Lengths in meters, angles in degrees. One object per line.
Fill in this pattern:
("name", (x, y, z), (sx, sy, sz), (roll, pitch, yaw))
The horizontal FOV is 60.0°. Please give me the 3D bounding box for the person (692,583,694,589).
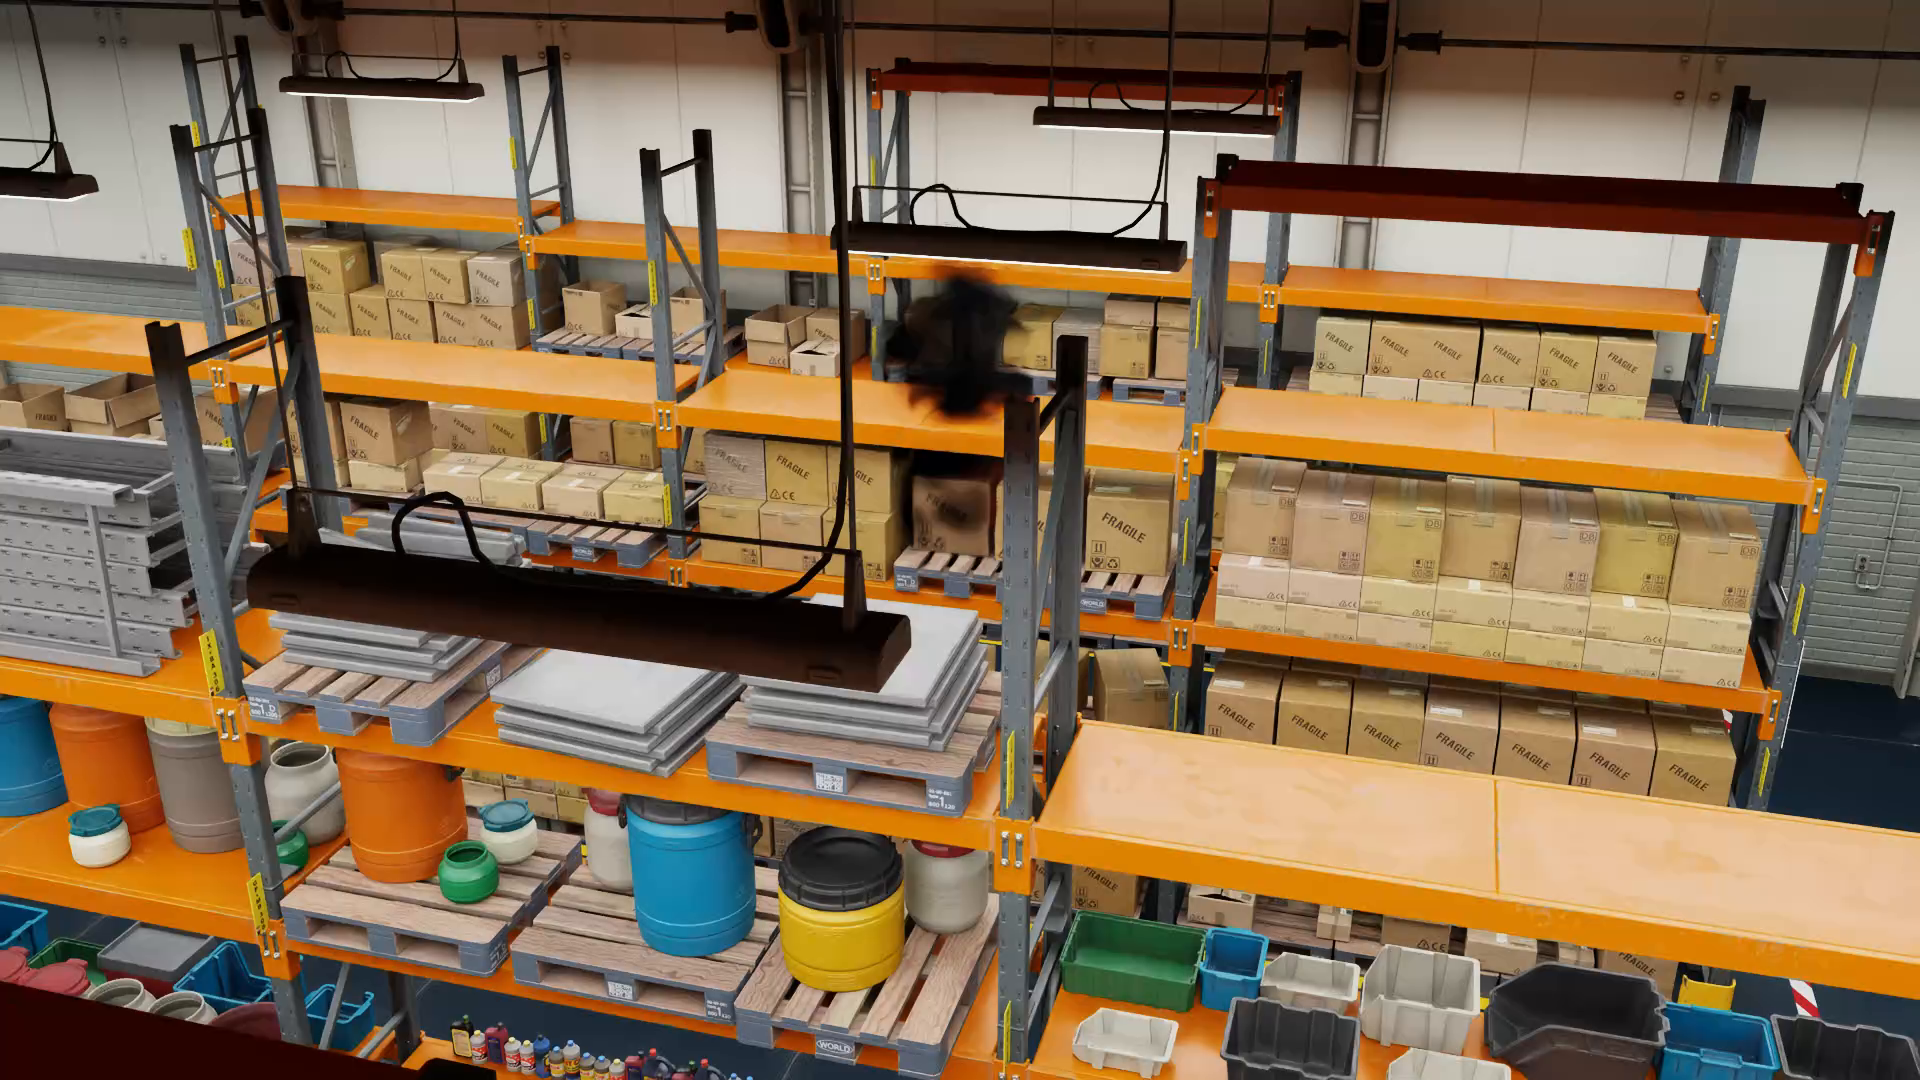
("person", (-2.611, 1.147, 15.938), (0.691, 1.692, 0.619), (8, 24, 18))
